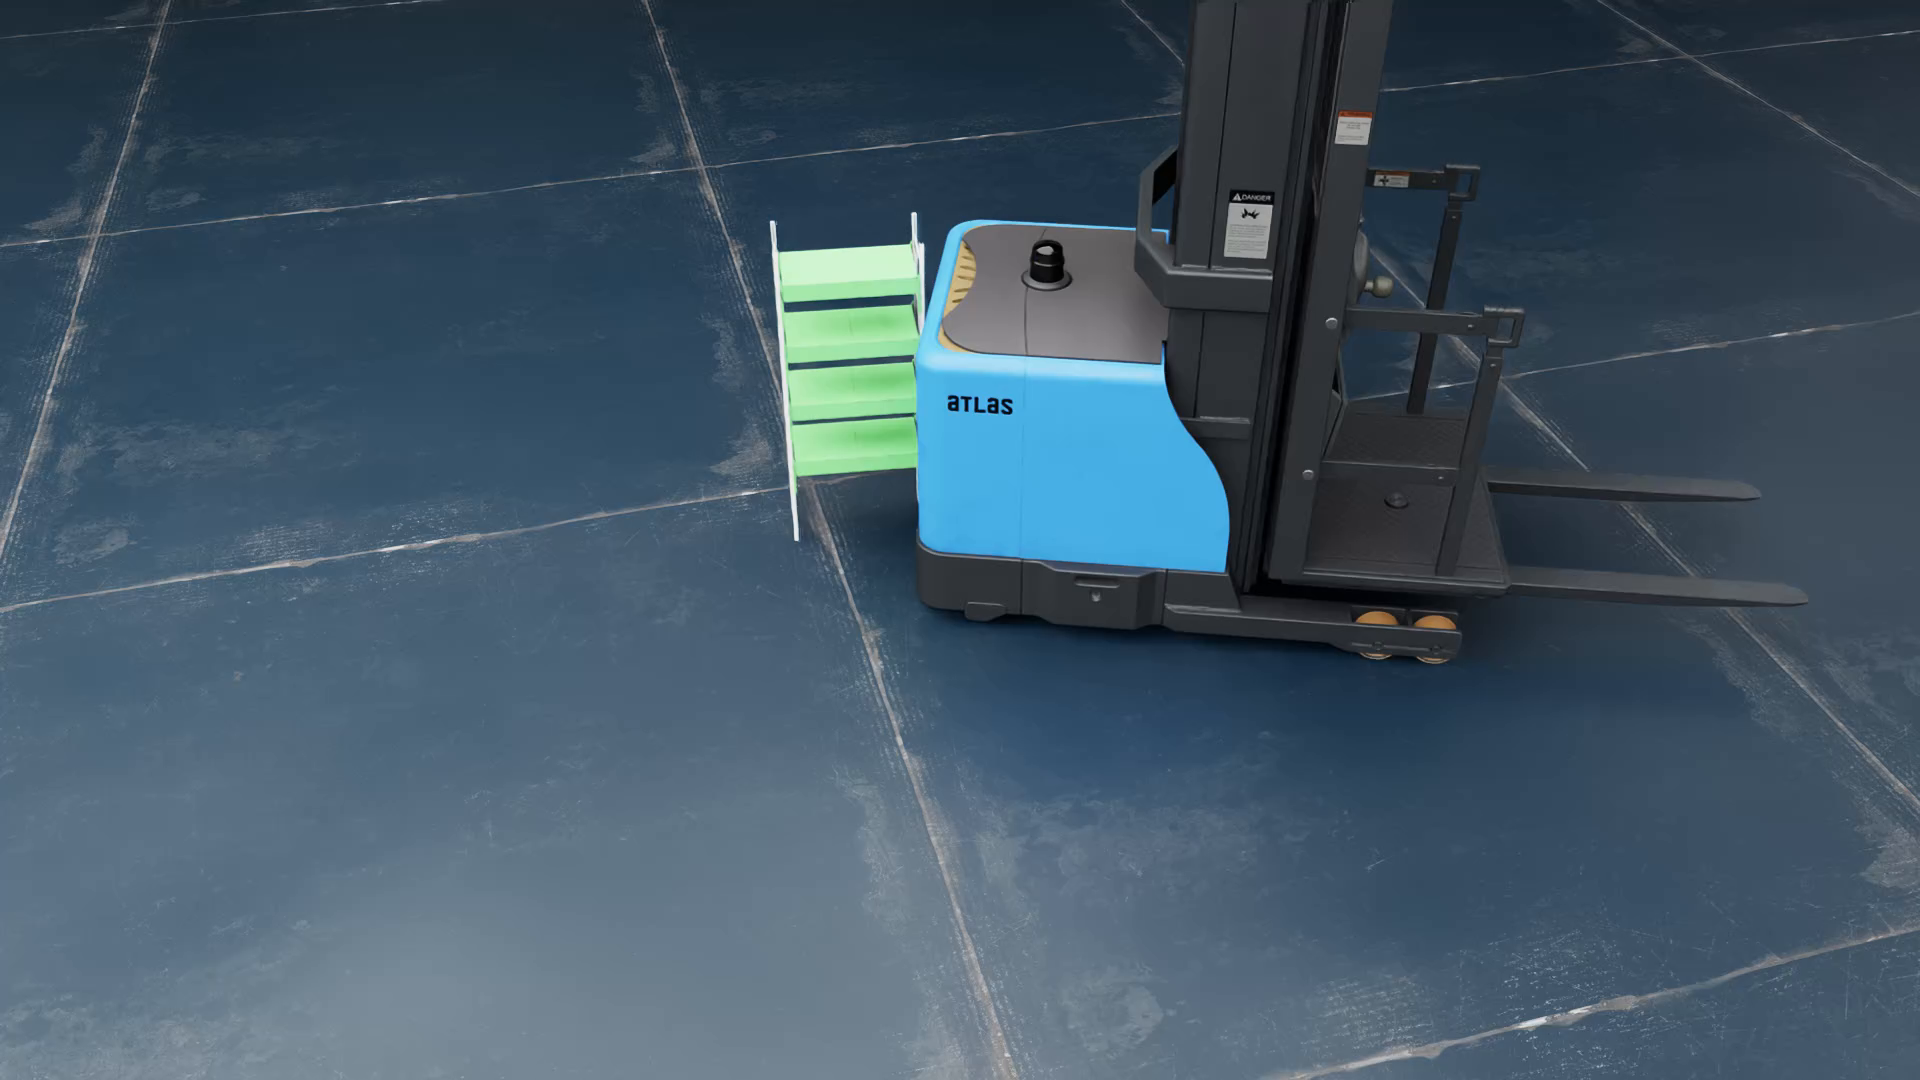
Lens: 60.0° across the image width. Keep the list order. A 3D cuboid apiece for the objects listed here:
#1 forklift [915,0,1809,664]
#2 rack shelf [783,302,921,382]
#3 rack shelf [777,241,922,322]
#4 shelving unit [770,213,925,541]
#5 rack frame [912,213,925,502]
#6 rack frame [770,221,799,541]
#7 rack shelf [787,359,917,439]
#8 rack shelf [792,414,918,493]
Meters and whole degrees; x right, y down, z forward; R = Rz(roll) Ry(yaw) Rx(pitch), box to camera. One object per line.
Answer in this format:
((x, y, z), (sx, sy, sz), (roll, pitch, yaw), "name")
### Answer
((1.399, -1.084, 5.255), (3.031, 2.935, 1.130), (4, 38, 5), "forklift")
((-0.386, -0.704, 5.893), (0.480, 0.148, 0.258), (-5, 38, -6), "rack shelf")
((-0.386, -0.895, 5.748), (0.480, 0.148, 0.258), (-5, 38, -6), "rack shelf")
((-0.386, -0.565, 6.000), (0.503, 1.200, 0.258), (-5, 38, -6), "shelving unit")
((-0.144, -0.584, 6.026), (0.015, 1.200, 0.240), (-5, 38, -6), "rack frame")
((-0.628, -0.545, 5.975), (0.015, 1.200, 0.240), (-5, 38, -6), "rack frame")
((-0.386, -0.514, 6.039), (0.480, 0.148, 0.258), (-5, 38, -6), "rack shelf")
((-0.386, -0.323, 6.185), (0.480, 0.148, 0.258), (-5, 38, -6), "rack shelf")
